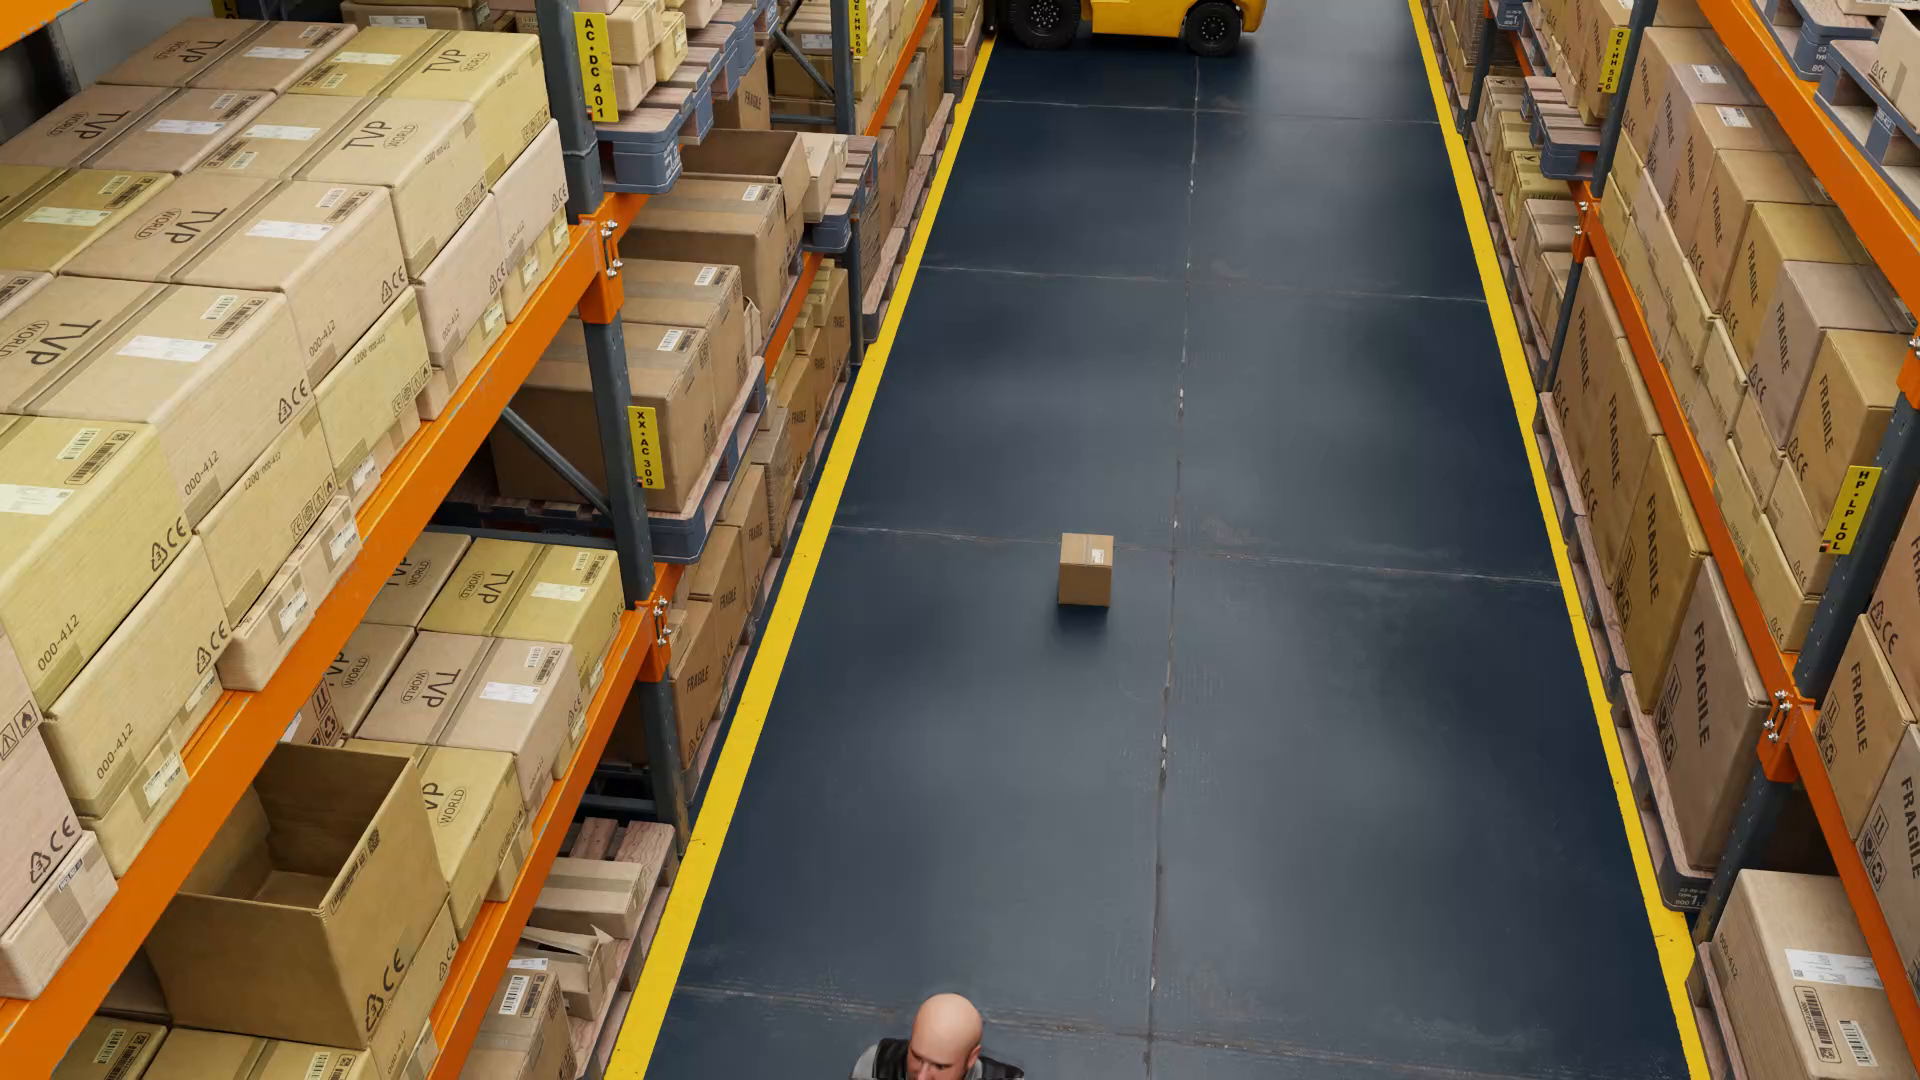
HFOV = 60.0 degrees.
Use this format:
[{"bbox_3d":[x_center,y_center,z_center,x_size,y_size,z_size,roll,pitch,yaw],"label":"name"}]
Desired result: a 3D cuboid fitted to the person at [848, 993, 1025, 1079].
[{"bbox_3d":[-0.064,1.888,4.447,0.537,1.756,0.478,6,36,9],"label":"person"}]
